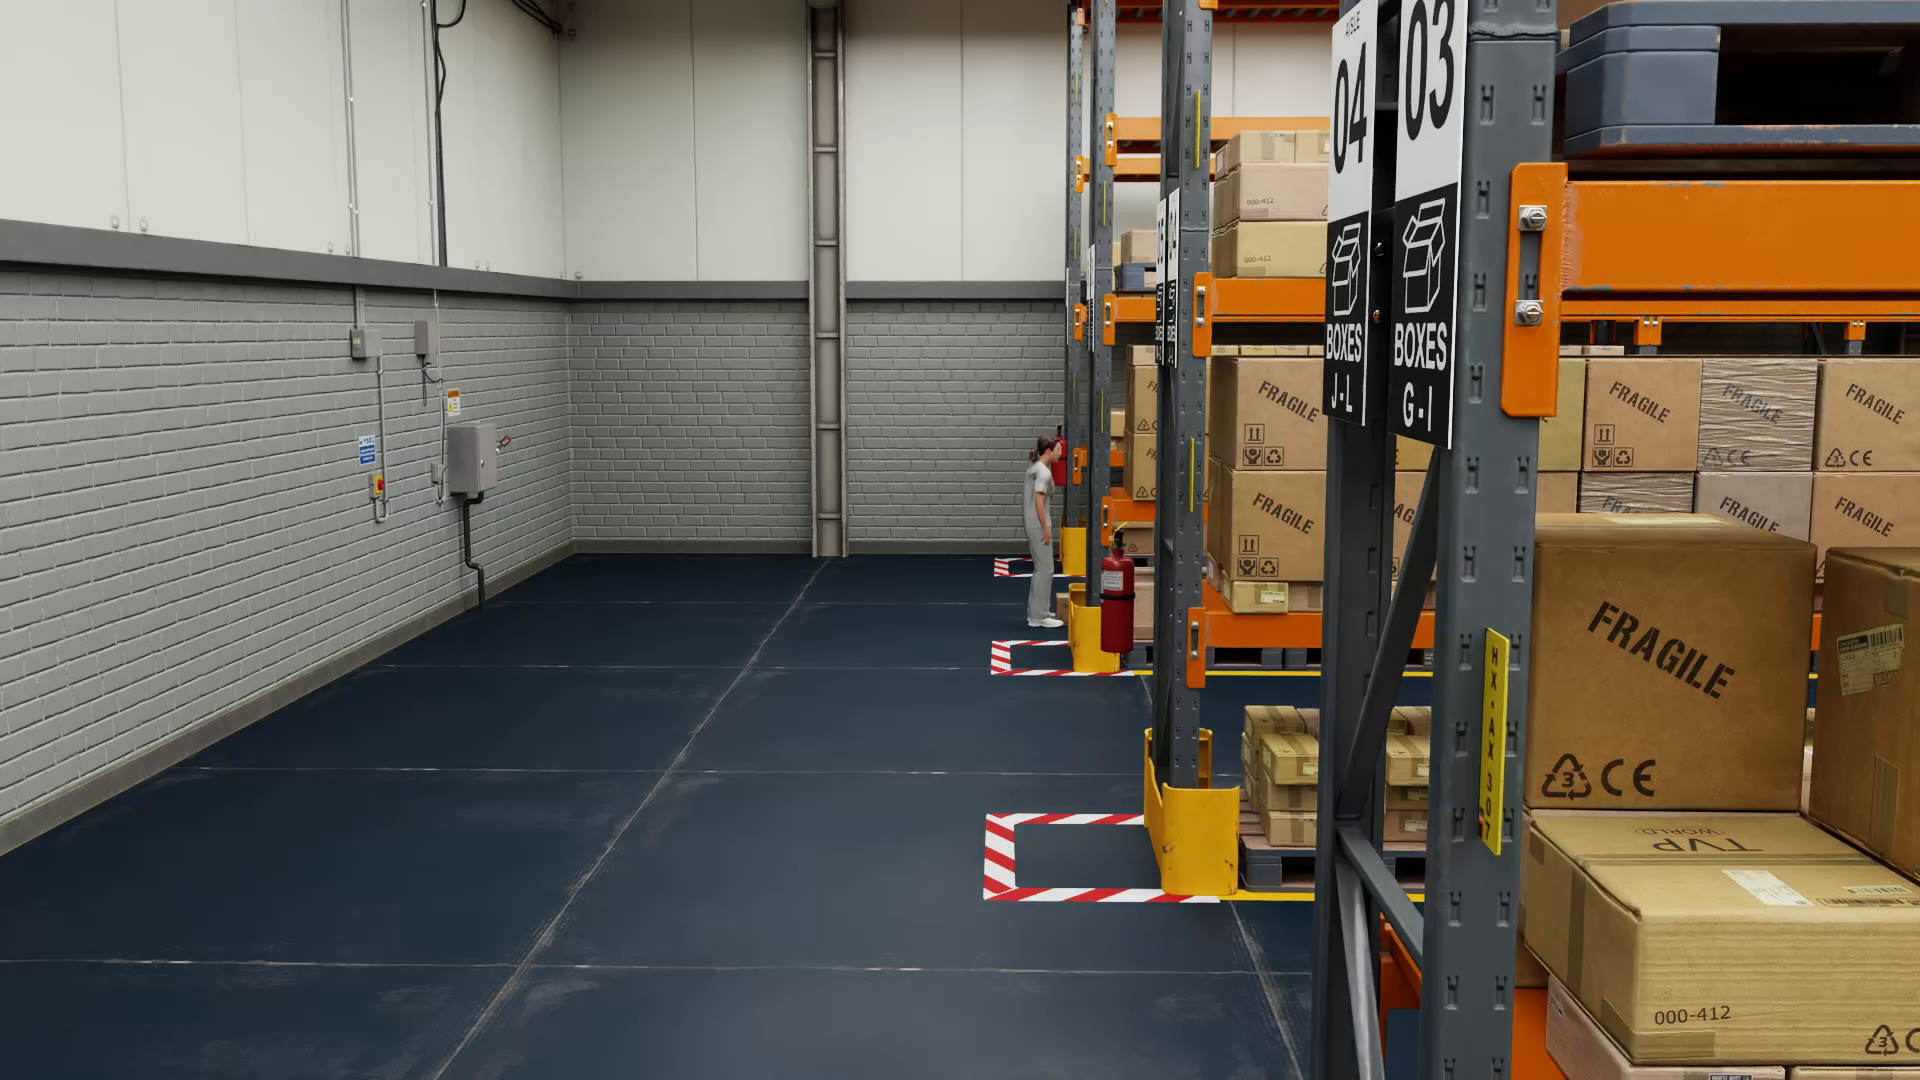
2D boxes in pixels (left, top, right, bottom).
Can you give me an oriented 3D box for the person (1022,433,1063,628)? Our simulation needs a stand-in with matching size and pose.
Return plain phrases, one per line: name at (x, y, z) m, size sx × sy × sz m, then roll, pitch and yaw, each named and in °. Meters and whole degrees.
person at (0.721, -0.095, 14.524) m, size 0.364 × 1.671 × 0.501 m, roll 0°, pitch 7°, yaw -2°
